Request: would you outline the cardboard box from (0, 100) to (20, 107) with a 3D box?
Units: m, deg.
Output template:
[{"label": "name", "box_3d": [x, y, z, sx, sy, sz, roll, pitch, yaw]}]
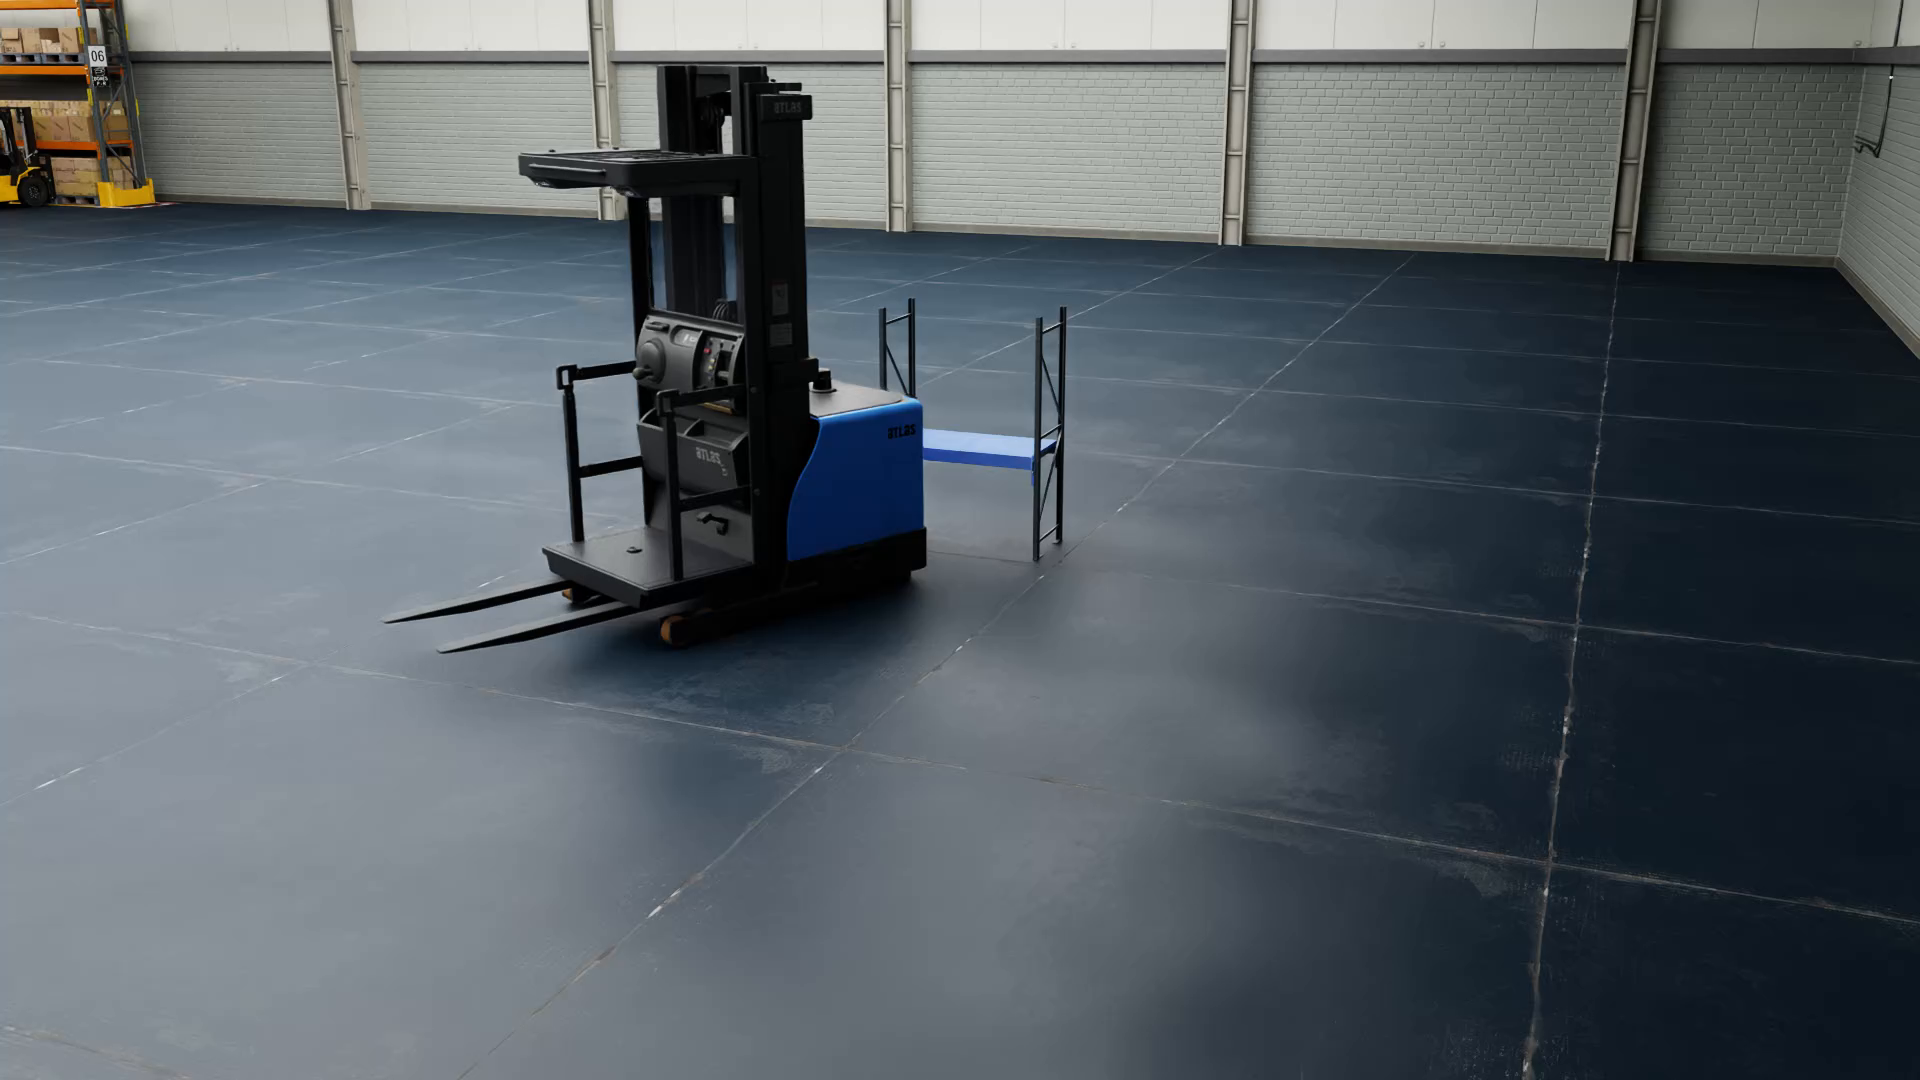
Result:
[{"label": "cardboard box", "box_3d": [-20.067, -9.193, 35.084, 0.250, 0.149, 0.380, 6, 17, 20]}]

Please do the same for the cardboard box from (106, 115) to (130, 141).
[{"label": "cardboard box", "box_3d": [-17.863, -8.662, 34.950, 0.500, 0.500, 0.500, 7, 18, 22]}]

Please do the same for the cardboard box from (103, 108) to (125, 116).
[{"label": "cardboard box", "box_3d": [-17.724, -8.952, 34.788, 0.250, 0.149, 0.380, 6, 17, 19]}]

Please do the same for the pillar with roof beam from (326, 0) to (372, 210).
[{"label": "pillar with roof beam", "box_3d": [-13.819, -9.947, 28.795, 0.400, 9.000, 9.100, 6, 17, 21]}]

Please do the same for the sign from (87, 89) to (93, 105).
[{"label": "sign", "box_3d": [-17.716, -9.021, 33.867, 0.005, 0.325, 0.100, 6, 17, 21]}]

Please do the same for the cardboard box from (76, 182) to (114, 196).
[{"label": "cardboard box", "box_3d": [-18.057, -7.338, 34.749, 0.500, 0.250, 0.500, 6, 17, 21]}]

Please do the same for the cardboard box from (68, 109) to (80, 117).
[{"label": "cardboard box", "box_3d": [-18.178, -8.832, 34.372, 0.250, 0.149, 0.380, 7, 17, 22]}]

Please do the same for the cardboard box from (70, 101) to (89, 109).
[{"label": "cardboard box", "box_3d": [-18.155, -8.992, 34.392, 0.250, 0.149, 0.380, 6, 17, 21]}]

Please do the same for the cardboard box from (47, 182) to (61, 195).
[{"label": "cardboard box", "box_3d": [-18.978, -7.445, 35.117, 0.500, 0.250, 0.500, 6, 17, 21]}]

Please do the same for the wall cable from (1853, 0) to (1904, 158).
[{"label": "wall cable", "box_3d": [12.342, -6.473, 22.398, 0.112, 2.526, 3.097, 6, 17, 21]}]

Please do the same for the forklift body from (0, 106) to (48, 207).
[{"label": "forklift body", "box_3d": [-19.937, -7.804, 33.698, 1.214, 2.155, 2.313, 6, 17, 21]}]

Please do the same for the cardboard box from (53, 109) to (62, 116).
[{"label": "cardboard box", "box_3d": [-18.623, -8.902, 34.616, 0.250, 0.149, 0.380, 6, 17, 20]}]

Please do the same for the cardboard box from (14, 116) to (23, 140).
[{"label": "cardboard box", "box_3d": [-19.486, -8.678, 35.005, 0.500, 0.500, 0.500, 6, 17, 21]}]

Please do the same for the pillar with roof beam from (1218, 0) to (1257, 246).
[{"label": "pillar with roof beam", "box_3d": [2.926, -8.105, 22.453, 0.400, 9.000, 9.100, 6, 17, 21]}]

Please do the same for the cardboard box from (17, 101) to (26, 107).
[{"label": "cardboard box", "box_3d": [-19.571, -9.161, 34.972, 0.250, 0.149, 0.380, 6, 17, 21]}]

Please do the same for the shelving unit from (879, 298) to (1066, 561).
[{"label": "shelving unit", "box_3d": [0.079, -0.712, 10.435, 1.048, 1.500, 0.538, 6, 17, 21]}]

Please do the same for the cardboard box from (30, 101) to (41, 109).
[{"label": "cardboard box", "box_3d": [-19.138, -9.080, 34.693, 0.250, 0.149, 0.380, 7, 17, 22]}]

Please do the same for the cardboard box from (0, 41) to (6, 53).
[{"label": "cardboard box", "box_3d": [-19.956, -10.295, 34.684, 0.258, 0.266, 0.396, 6, 17, 19]}]

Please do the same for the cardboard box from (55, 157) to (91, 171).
[{"label": "cardboard box", "box_3d": [-18.524, -7.869, 34.785, 0.500, 0.250, 0.500, 7, 17, 22]}]

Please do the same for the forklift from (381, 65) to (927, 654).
[{"label": "forklift", "box_3d": [-1.620, -1.008, 8.887, 3.031, 2.935, 1.130, -15, 22, -41]}]

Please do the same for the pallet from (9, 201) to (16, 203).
[{"label": "pallet", "box_3d": [-20.500, -7.469, 36.022, 1.213, 0.211, 1.003, 6, 17, 21]}]

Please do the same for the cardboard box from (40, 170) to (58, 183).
[{"label": "cardboard box", "box_3d": [-19.022, -7.682, 35.038, 0.500, 0.250, 0.500, 6, 17, 19]}]

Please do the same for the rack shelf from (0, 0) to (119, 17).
[{"label": "rack shelf", "box_3d": [-19.364, -11.039, 34.566, 4.000, 0.370, 1.077, 6, 17, 21]}]

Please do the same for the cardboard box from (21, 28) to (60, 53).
[{"label": "cardboard box", "box_3d": [-18.921, -10.342, 34.425, 0.500, 0.500, 0.700, 6, 17, 21]}]

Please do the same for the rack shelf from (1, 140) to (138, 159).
[{"label": "rack shelf", "box_3d": [-19.364, -8.350, 35.346, 4.000, 0.370, 1.077, 6, 17, 21]}]

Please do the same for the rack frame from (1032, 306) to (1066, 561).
[{"label": "rack frame", "box_3d": [0.552, -0.660, 10.255, 0.032, 1.500, 0.500, 6, 17, 21]}]

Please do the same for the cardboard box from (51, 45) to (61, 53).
[{"label": "cardboard box", "box_3d": [-18.386, -10.066, 34.106, 0.250, 0.149, 0.380, 6, 17, 19]}]

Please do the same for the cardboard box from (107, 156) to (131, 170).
[{"label": "cardboard box", "box_3d": [-17.882, -7.951, 35.065, 0.500, 0.250, 0.500, 6, 17, 20]}]

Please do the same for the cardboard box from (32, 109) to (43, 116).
[{"label": "cardboard box", "box_3d": [-19.131, -8.938, 34.739, 0.250, 0.149, 0.380, 6, 17, 21]}]

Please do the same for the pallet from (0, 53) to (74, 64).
[{"label": "pallet", "box_3d": [-19.291, -10.092, 34.836, 1.213, 0.211, 1.003, 6, 17, 21]}]

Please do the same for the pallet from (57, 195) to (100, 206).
[{"label": "pallet", "box_3d": [-18.231, -7.219, 35.162, 1.213, 0.211, 1.003, 6, 17, 21]}]

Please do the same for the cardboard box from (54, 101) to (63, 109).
[{"label": "cardboard box", "box_3d": [-18.613, -9.057, 34.615, 0.250, 0.149, 0.380, 6, 17, 21]}]

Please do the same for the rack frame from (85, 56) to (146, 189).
[{"label": "rack frame", "box_3d": [-17.504, -8.491, 34.541, 0.127, 3.000, 1.000, 6, 17, 21]}]

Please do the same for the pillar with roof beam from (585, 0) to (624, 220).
[{"label": "pillar with roof beam", "box_3d": [-8.237, -9.333, 26.681, 0.400, 9.000, 9.100, 6, 17, 21]}]

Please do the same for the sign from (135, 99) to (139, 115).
[{"label": "sign", "box_3d": [-17.295, -9.088, 34.903, 0.005, 0.325, 0.100, 6, 17, 21]}]

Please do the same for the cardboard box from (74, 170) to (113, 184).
[{"label": "cardboard box", "box_3d": [-18.071, -7.581, 34.689, 0.500, 0.250, 0.500, 6, 17, 20]}]

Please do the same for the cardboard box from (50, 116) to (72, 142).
[{"label": "cardboard box", "box_3d": [-18.537, -8.577, 34.657, 0.500, 0.500, 0.500, 7, 18, 22]}]

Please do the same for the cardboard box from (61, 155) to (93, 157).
[{"label": "cardboard box", "box_3d": [-18.809, -8.055, 35.424, 0.500, 0.250, 0.500, 6, 17, 20]}]
